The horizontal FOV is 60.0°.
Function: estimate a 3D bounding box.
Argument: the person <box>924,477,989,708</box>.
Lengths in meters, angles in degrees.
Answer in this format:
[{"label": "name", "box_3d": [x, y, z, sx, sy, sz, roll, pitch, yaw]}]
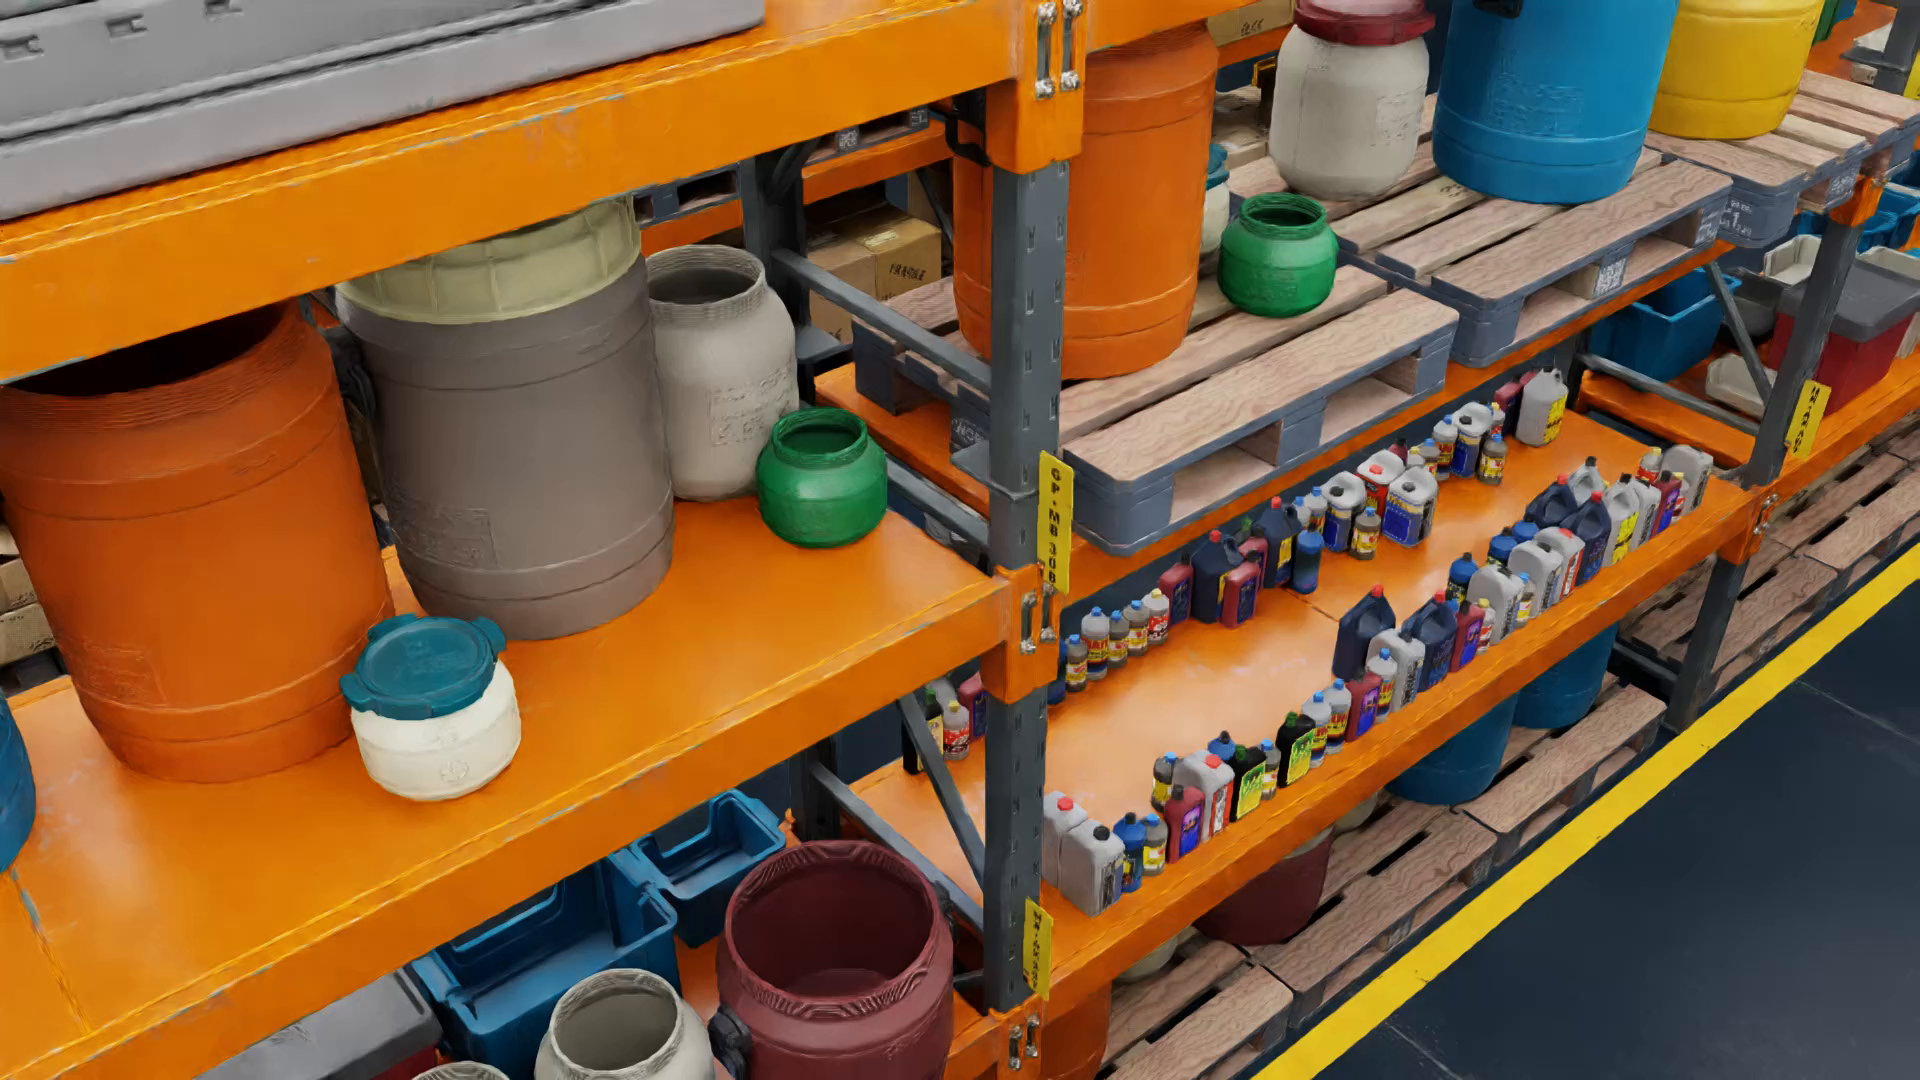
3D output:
[{"label": "person", "box_3d": [0.093, -0.070, 7.114, 0.470, 1.772, 0.584, 23, 41, 28]}]
